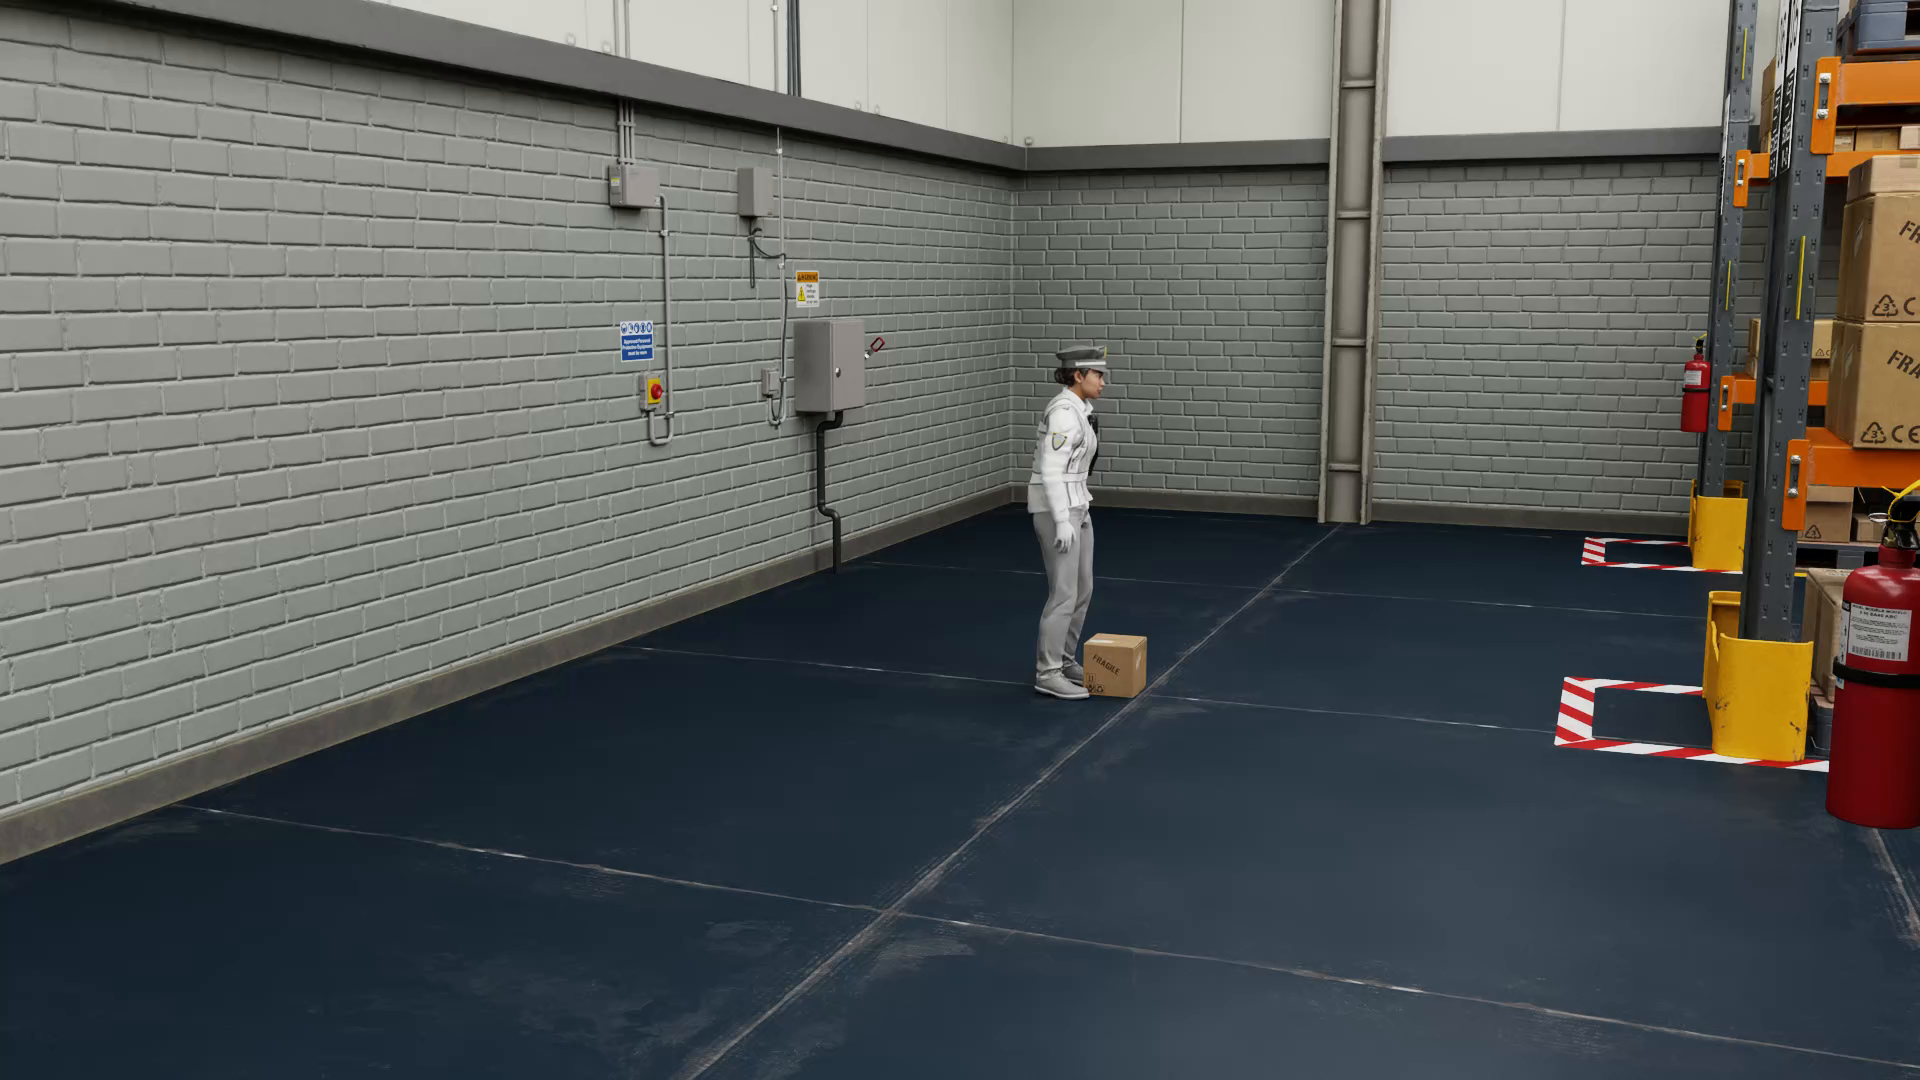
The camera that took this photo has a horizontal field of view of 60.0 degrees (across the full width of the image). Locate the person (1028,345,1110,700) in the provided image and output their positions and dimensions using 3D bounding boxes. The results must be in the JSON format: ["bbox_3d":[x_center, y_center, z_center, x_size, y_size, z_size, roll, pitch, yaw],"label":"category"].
[{"bbox_3d":[0.524,-0.105,8.019,0.376,1.663,0.545,3,9,17],"label":"person"}]
